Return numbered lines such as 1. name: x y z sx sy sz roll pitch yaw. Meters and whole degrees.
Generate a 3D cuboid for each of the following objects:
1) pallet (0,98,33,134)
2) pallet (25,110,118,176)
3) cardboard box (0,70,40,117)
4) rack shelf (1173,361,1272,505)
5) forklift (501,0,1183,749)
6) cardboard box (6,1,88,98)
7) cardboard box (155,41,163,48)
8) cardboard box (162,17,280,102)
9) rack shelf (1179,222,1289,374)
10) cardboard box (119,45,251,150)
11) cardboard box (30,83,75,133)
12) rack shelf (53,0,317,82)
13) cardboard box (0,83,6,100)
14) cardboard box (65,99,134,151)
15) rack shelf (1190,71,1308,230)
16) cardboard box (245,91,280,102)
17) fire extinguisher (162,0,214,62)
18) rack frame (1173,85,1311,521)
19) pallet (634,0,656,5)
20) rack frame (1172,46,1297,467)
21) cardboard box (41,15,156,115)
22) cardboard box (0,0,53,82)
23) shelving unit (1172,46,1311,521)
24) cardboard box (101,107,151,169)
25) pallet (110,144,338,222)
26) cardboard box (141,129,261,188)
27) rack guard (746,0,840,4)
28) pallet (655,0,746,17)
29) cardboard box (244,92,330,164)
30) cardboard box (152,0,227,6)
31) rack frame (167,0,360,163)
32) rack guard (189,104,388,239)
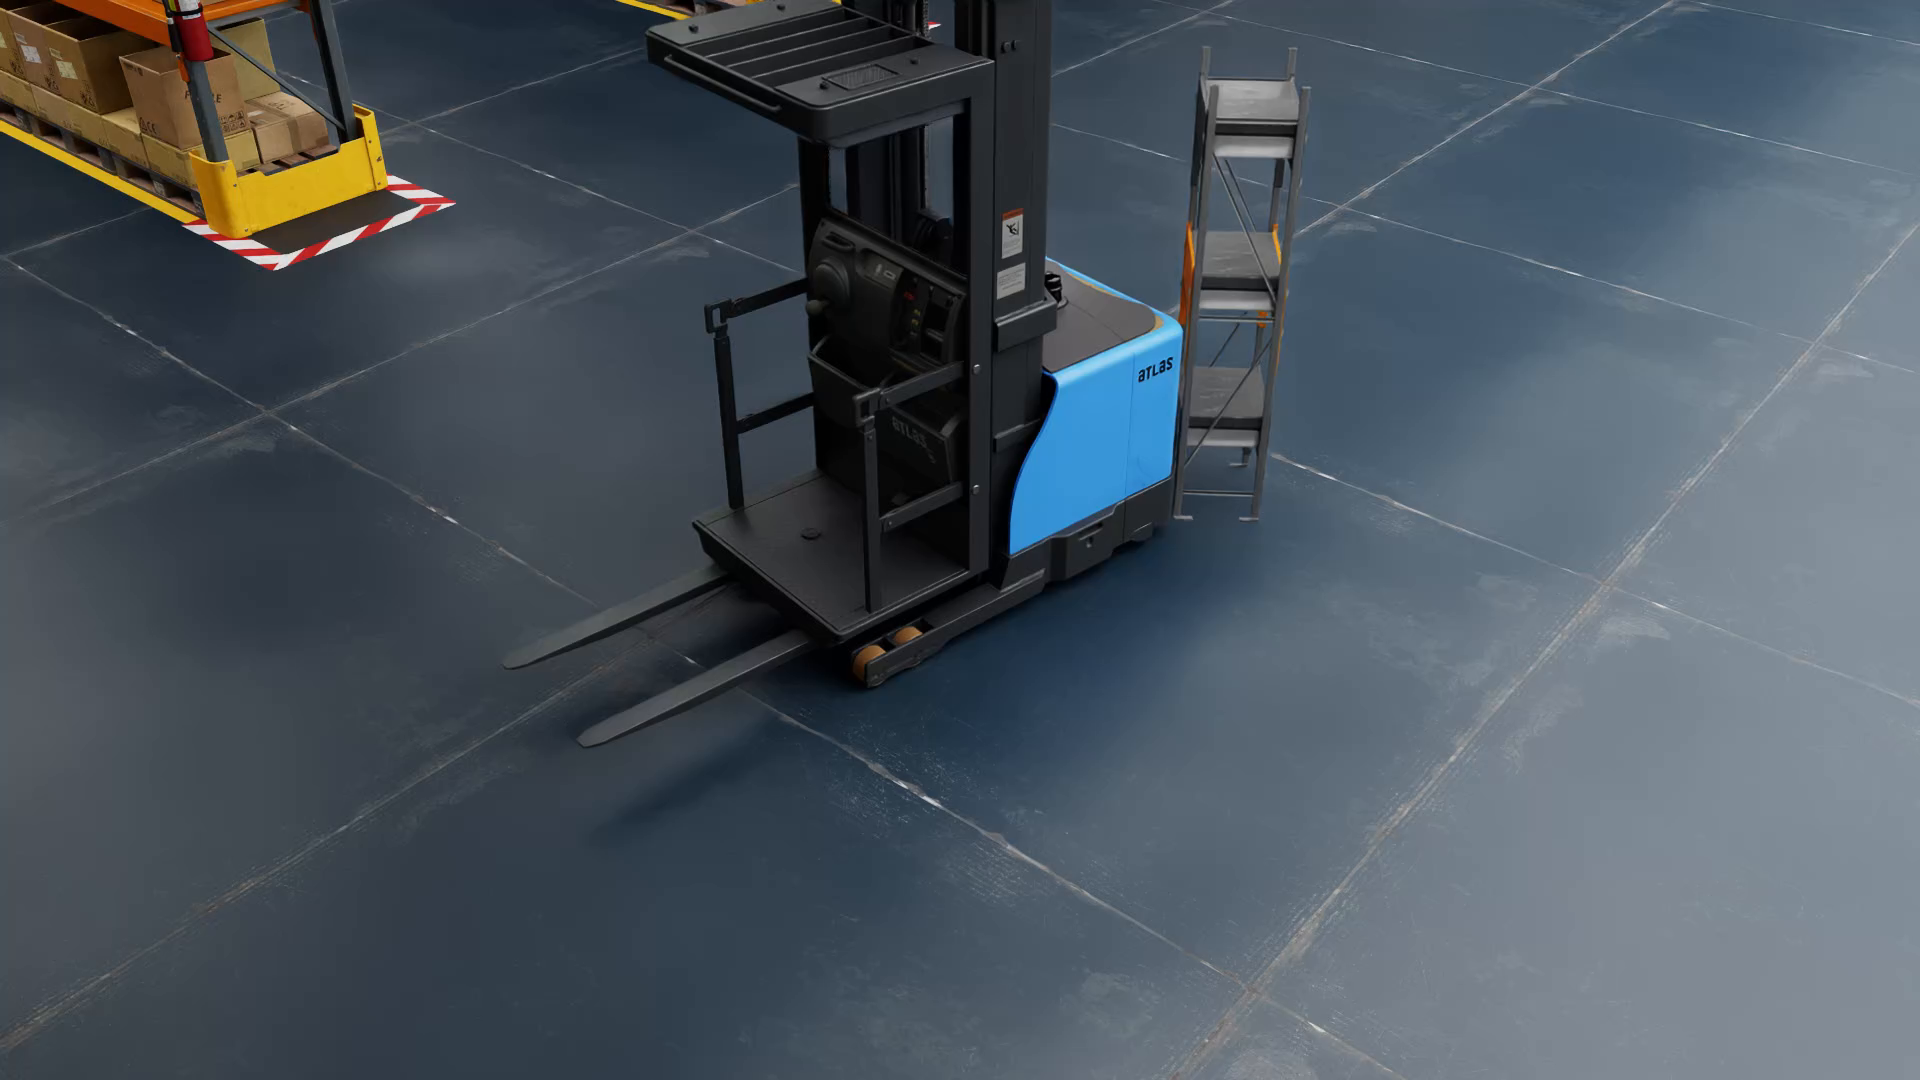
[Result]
1. pallet: -6.852 -3.445 12.580 1.213 0.211 1.003 25 42 32
2. pallet: -5.910 -3.003 11.937 1.213 0.211 1.003 25 42 32
3. cardboard box: -6.512 -3.274 11.926 0.500 0.250 0.500 25 42 32
4. rack shelf: 1.225 -0.514 7.905 0.431 0.518 0.480 2 35 3
5. forklift: -0.464 -0.942 6.533 3.031 2.935 1.130 -25 42 -32
6. cardboard box: -6.126 -3.403 11.451 0.500 0.500 0.500 25 42 32
7. cardboard box: -5.410 -3.448 11.516 0.500 0.500 0.500 25 42 32
8. cardboard box: -5.018 -3.272 11.260 0.500 0.500 0.500 25 42 32
9. rack shelf: 1.225 -1.091 7.509 0.431 0.518 0.480 2 35 3
10. cardboard box: -4.965 -2.866 10.669 0.500 0.500 0.500 25 42 32
11. cardboard box: -6.124 -3.096 11.666 0.500 0.250 0.500 25 42 32
12. rack shelf: -5.899 -3.880 11.386 4.000 0.370 1.077 25 42 32
13. cardboard box: -6.893 -3.457 12.193 0.500 0.250 0.500 25 42 32
14. cardboard box: -5.741 -2.914 11.401 0.500 0.250 0.500 25 42 32
15. rack shelf: 1.225 -1.668 7.112 0.431 0.518 0.480 2 35 3
16. cardboard box: -5.019 -2.962 11.472 0.500 0.250 0.500 25 42 32
17. fire extinguisher: -4.569 -3.175 9.792 0.183 0.674 0.296 25 42 32
18. rack frame: 1.212 -0.965 7.300 0.400 2.100 0.015 2 35 3
19. pallet: -2.833 -5.202 15.138 1.213 0.211 1.003 25 42 32
20. rack frame: 1.238 -1.241 7.702 0.400 2.100 0.015 2 35 3
21. cardboard box: -5.743 -3.221 11.187 0.500 0.500 0.500 25 42 32
22. cardboard box: -6.512 -3.583 11.714 0.500 0.500 0.500 25 42 32
23. shelving unit: 1.225 -1.103 7.501 0.431 2.100 0.503 2 35 3
24. cardboard box: -5.356 -2.733 11.138 0.500 0.250 0.500 25 42 32
25. pallet: -4.977 -2.561 11.293 1.213 0.211 1.003 25 42 32
26. cardboard box: -4.964 -2.557 10.882 0.500 0.250 0.500 25 42 32
27. rack guard: -1.279 -4.582 13.981 0.348 0.500 1.175 25 42 32
28. pallet: -1.900 -4.760 14.495 1.213 0.211 1.003 25 42 32
29. cardboard box: -4.632 -2.783 11.210 0.500 0.250 0.500 25 42 32
30. cardboard box: -4.713 -3.668 10.353 0.500 0.500 0.700 25 42 32
31. rack frame: -4.362 -3.452 10.127 0.127 3.000 1.000 25 42 32
32. rack guard: -4.344 -2.413 10.822 0.348 0.500 1.175 25 42 32
